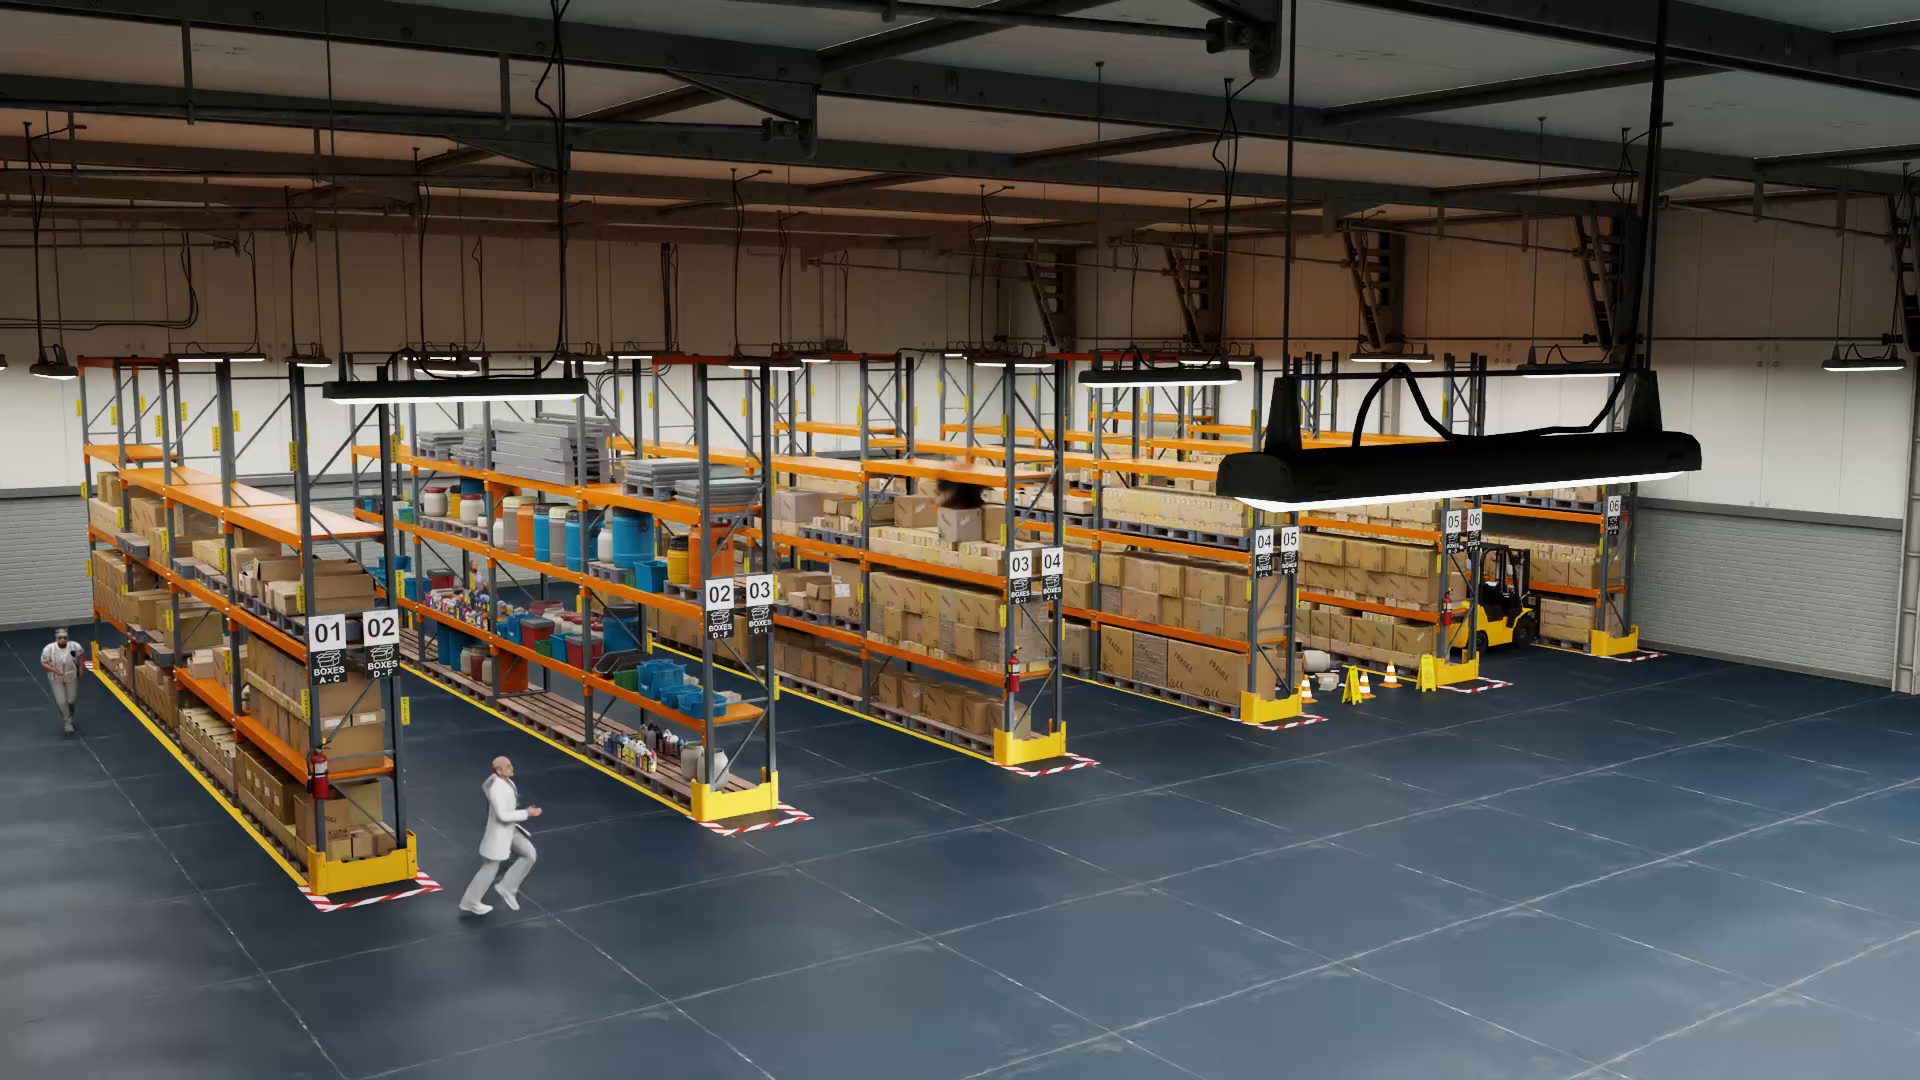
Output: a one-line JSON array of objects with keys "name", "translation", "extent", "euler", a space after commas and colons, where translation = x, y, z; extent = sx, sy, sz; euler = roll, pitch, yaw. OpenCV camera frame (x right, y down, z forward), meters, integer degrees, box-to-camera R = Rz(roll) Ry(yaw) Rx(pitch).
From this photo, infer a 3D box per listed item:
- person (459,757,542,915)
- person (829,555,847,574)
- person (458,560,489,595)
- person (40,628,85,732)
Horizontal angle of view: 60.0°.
[{"name": "person", "translation": [-5.043, 3.237, 18.309], "extent": [0.933, 1.770, 0.730], "euler": [0, 7, -1]}, {"name": "person", "translation": [-2.556, 1.090, 35.927], "extent": [0.704, 1.851, 0.796], "euler": [-6, 9, -39]}, {"name": "person", "translation": [-10.363, 1.232, 35.634], "extent": [0.569, 1.581, 0.619], "euler": [4, 8, 28]}, {"name": "person", "translation": [-14.496, 2.240, 26.913], "extent": [0.644, 1.707, 0.758], "euler": [-4, 8, -29]}]
